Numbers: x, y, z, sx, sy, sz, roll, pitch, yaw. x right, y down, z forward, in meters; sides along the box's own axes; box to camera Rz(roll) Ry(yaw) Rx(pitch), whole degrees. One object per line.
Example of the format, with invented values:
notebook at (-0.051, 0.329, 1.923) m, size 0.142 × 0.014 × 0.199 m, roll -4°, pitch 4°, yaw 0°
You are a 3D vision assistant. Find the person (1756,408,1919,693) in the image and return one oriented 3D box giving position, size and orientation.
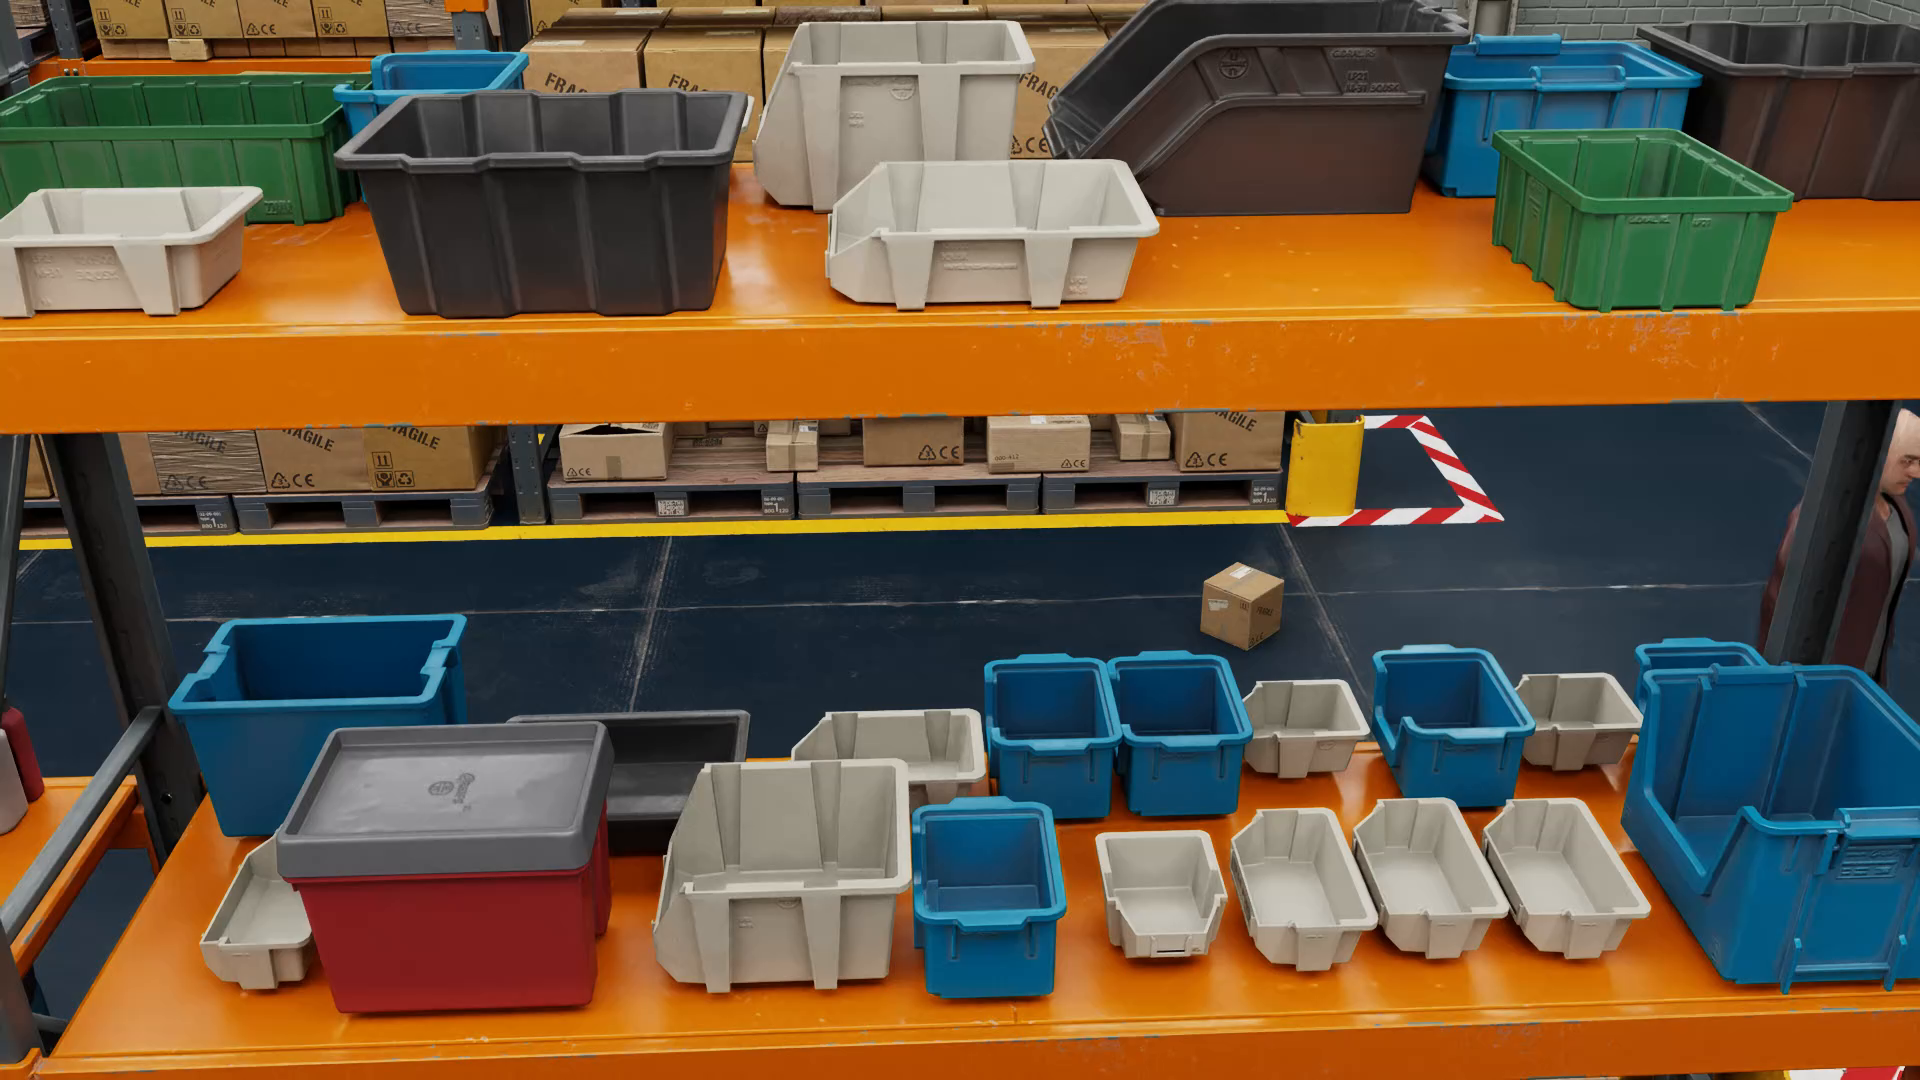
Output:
person at (2.710, 0.389, 5.327) m, size 0.625 × 1.769 × 0.620 m, roll -21°, pitch 34°, yaw -35°
